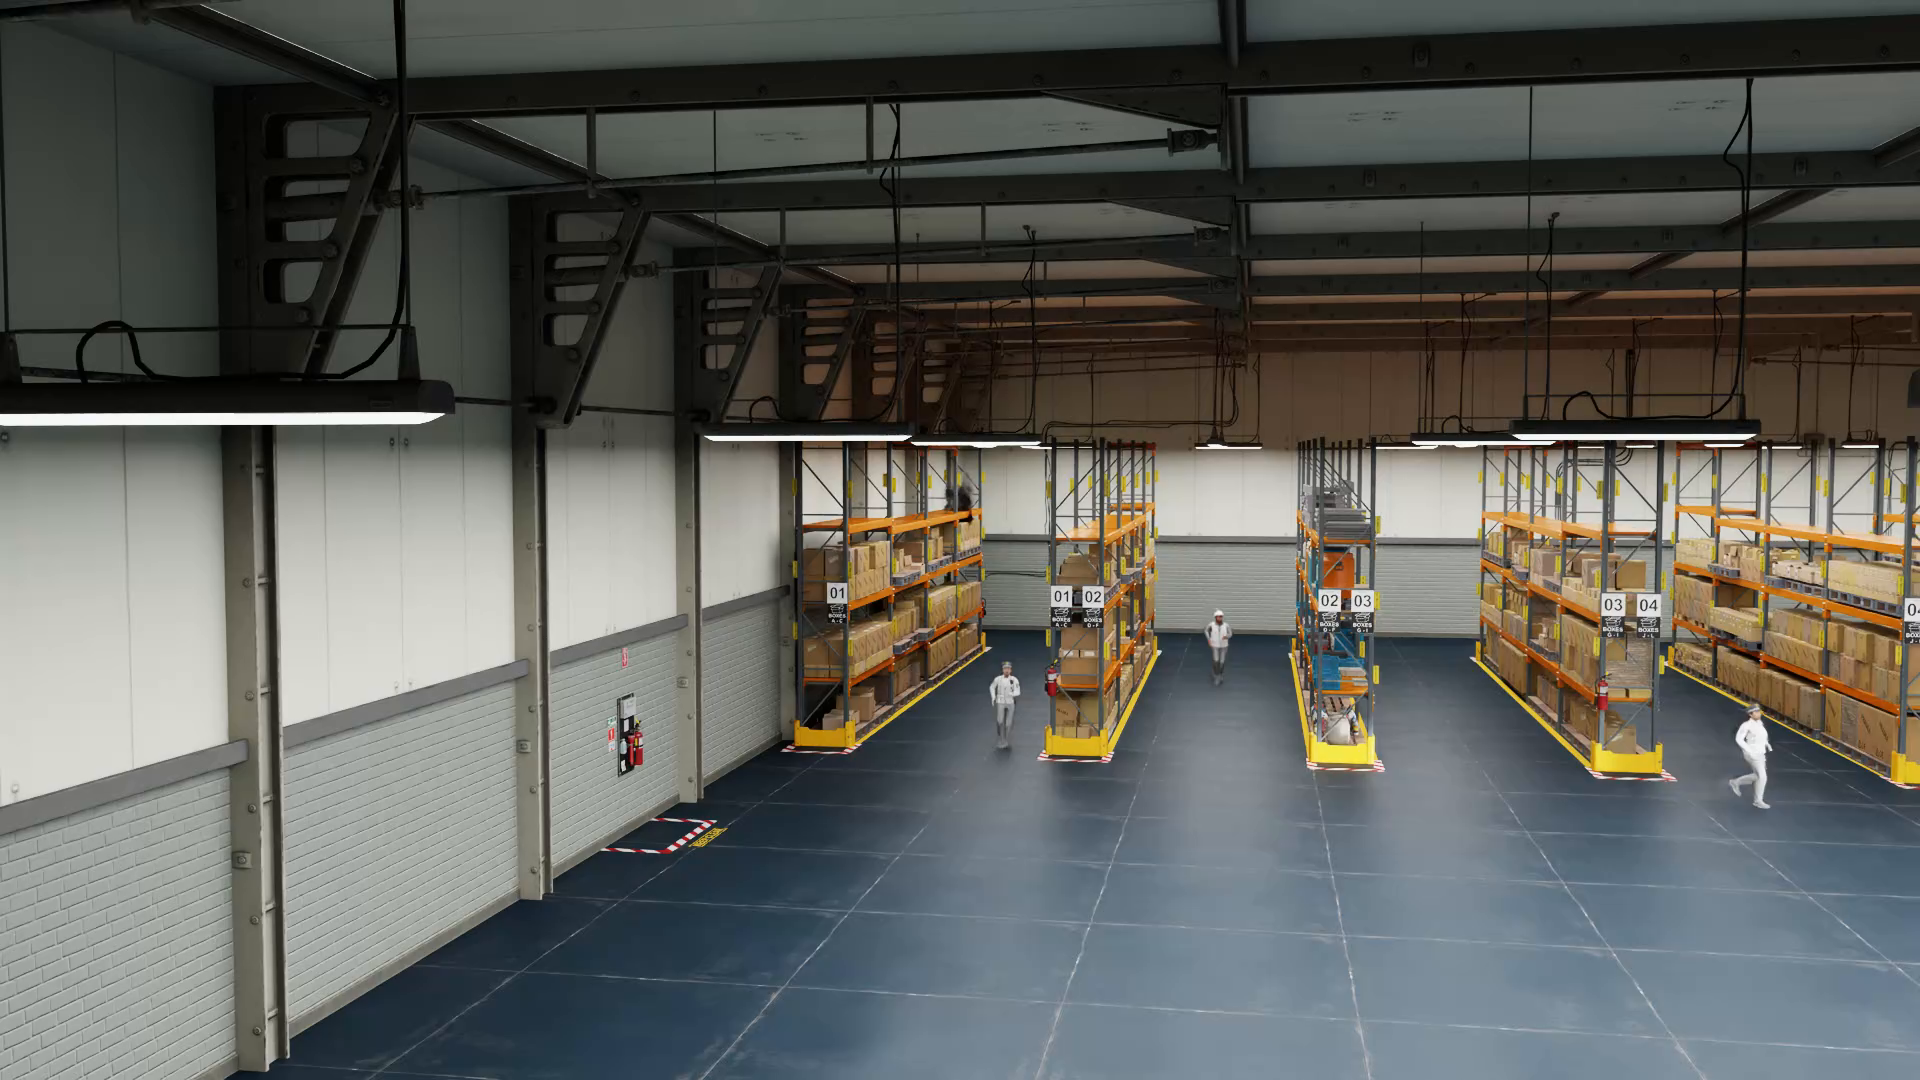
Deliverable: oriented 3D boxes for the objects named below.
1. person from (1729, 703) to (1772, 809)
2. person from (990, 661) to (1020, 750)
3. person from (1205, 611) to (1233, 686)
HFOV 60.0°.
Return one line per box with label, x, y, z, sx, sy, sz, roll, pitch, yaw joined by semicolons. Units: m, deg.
person;12.822;3.471;26.935;0.613;1.687;0.662;-2;4;-36
person;0.873;3.188;32.053;0.574;1.690;0.594;0;3;0
person;6.401;2.651;41.112;0.660;1.820;0.778;0;3;0
